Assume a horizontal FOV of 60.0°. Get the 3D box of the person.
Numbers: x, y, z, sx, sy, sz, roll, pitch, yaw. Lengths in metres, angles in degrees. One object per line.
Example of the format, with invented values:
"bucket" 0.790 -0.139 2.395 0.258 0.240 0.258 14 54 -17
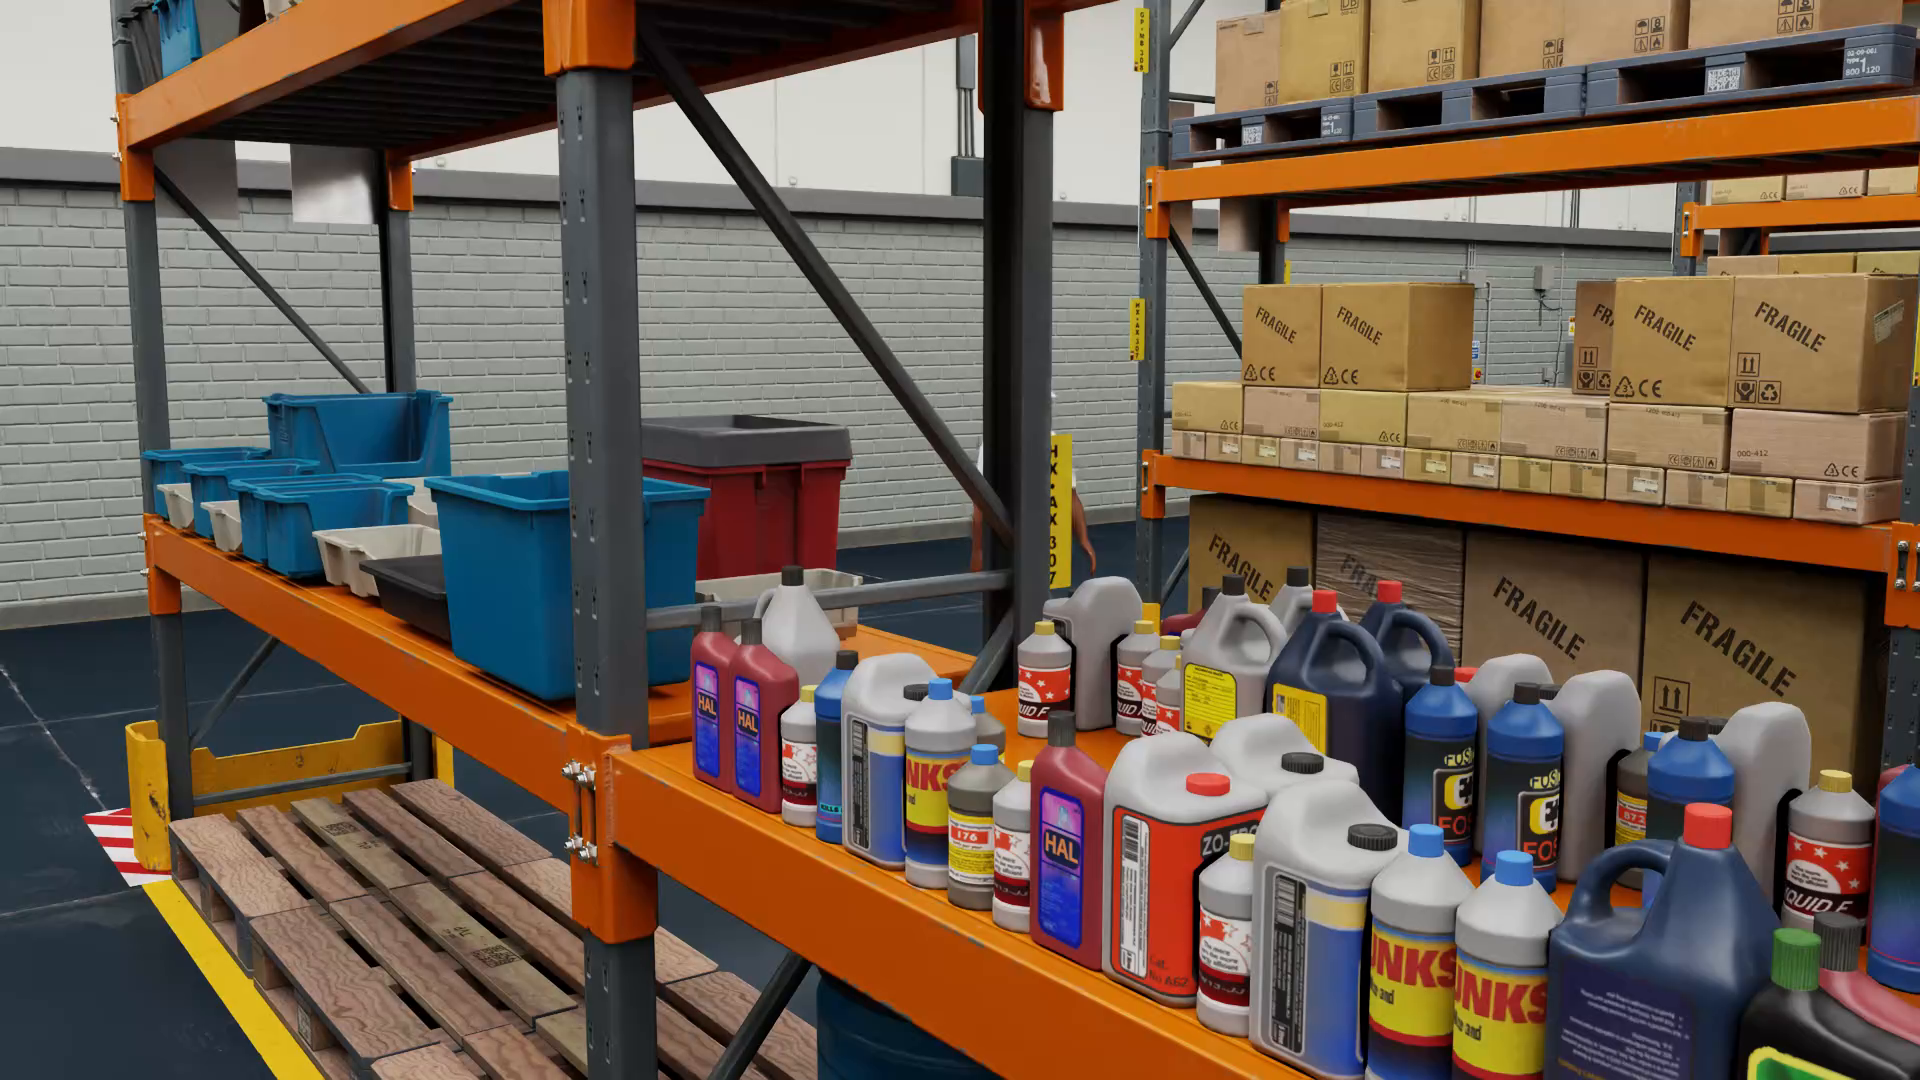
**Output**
"person" 0.456 0.049 8.218 0.933 1.732 0.582 7 11 43
